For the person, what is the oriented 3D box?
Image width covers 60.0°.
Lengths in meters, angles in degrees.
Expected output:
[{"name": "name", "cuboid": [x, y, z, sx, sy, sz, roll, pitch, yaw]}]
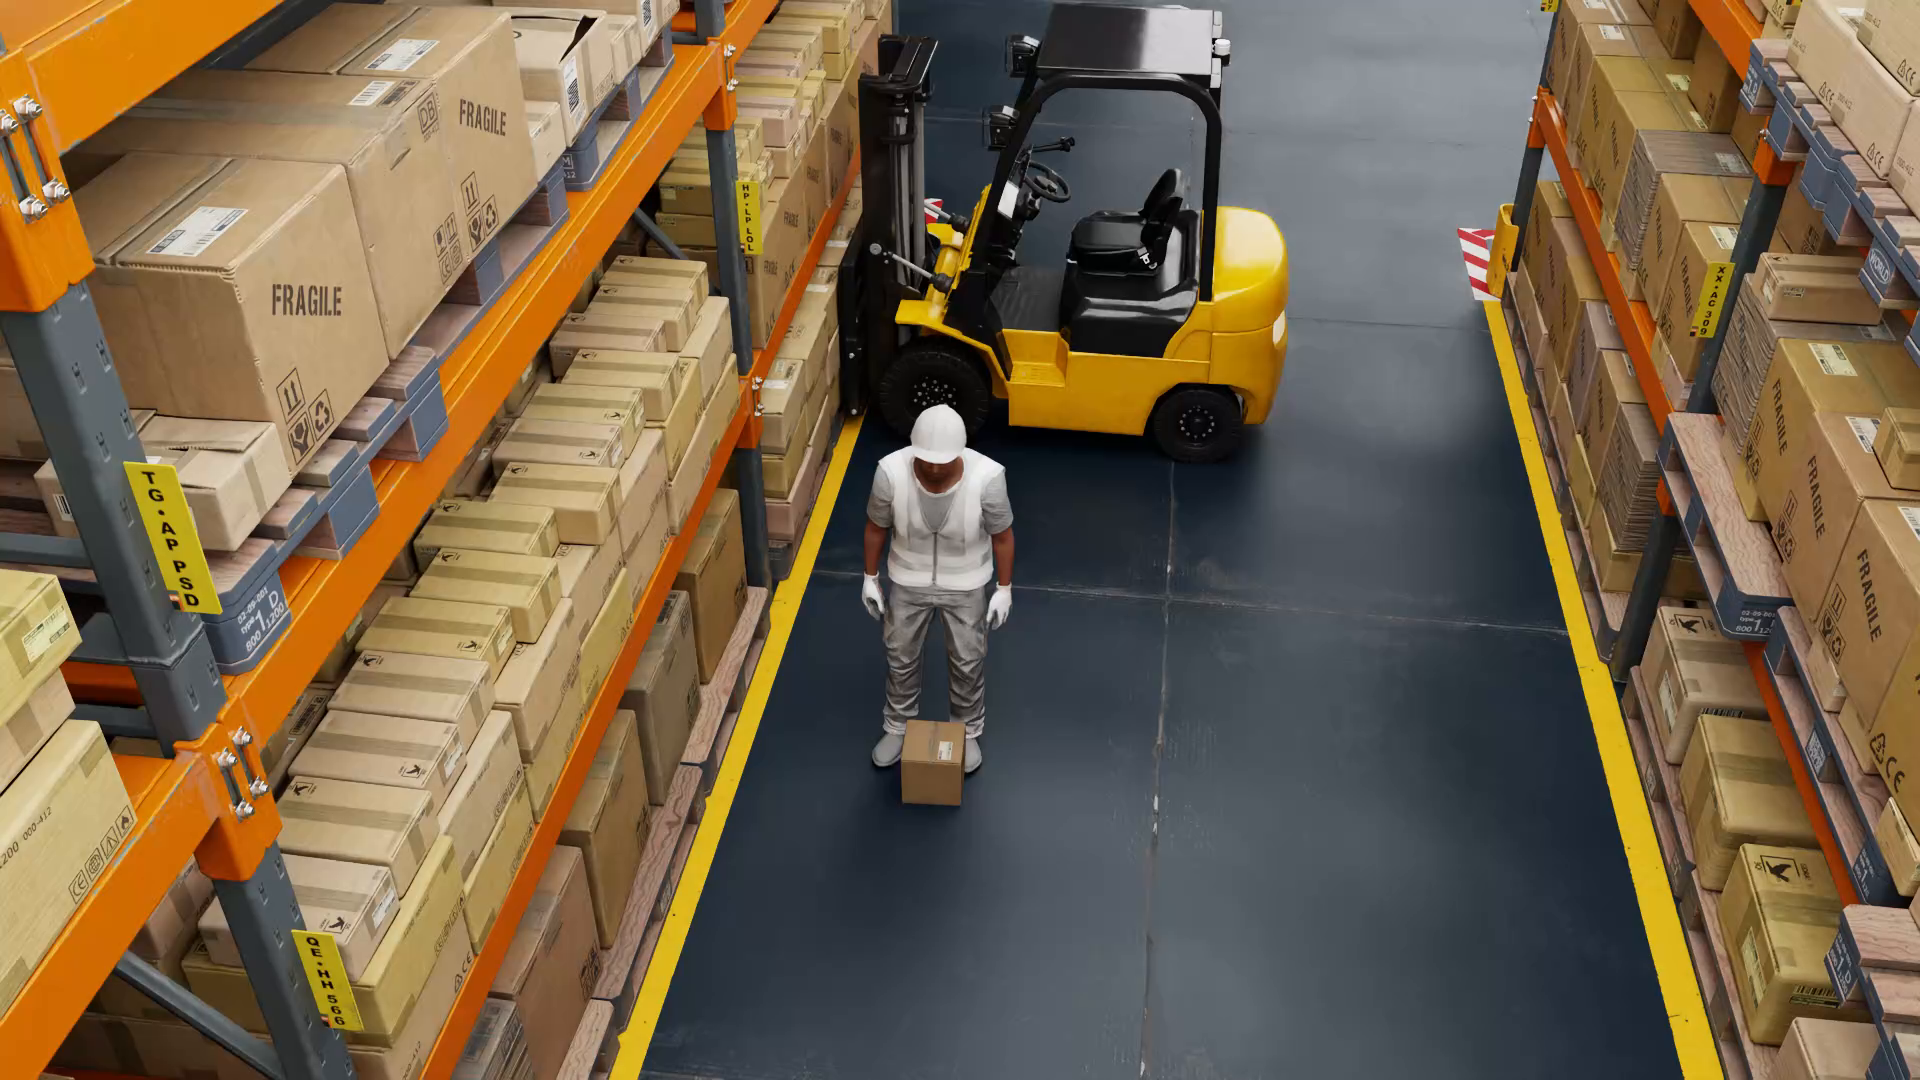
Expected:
[{"name": "person", "cuboid": [-0.093, 0.192, 6.765, 0.620, 1.774, 0.453, 4, 36, 6]}]
